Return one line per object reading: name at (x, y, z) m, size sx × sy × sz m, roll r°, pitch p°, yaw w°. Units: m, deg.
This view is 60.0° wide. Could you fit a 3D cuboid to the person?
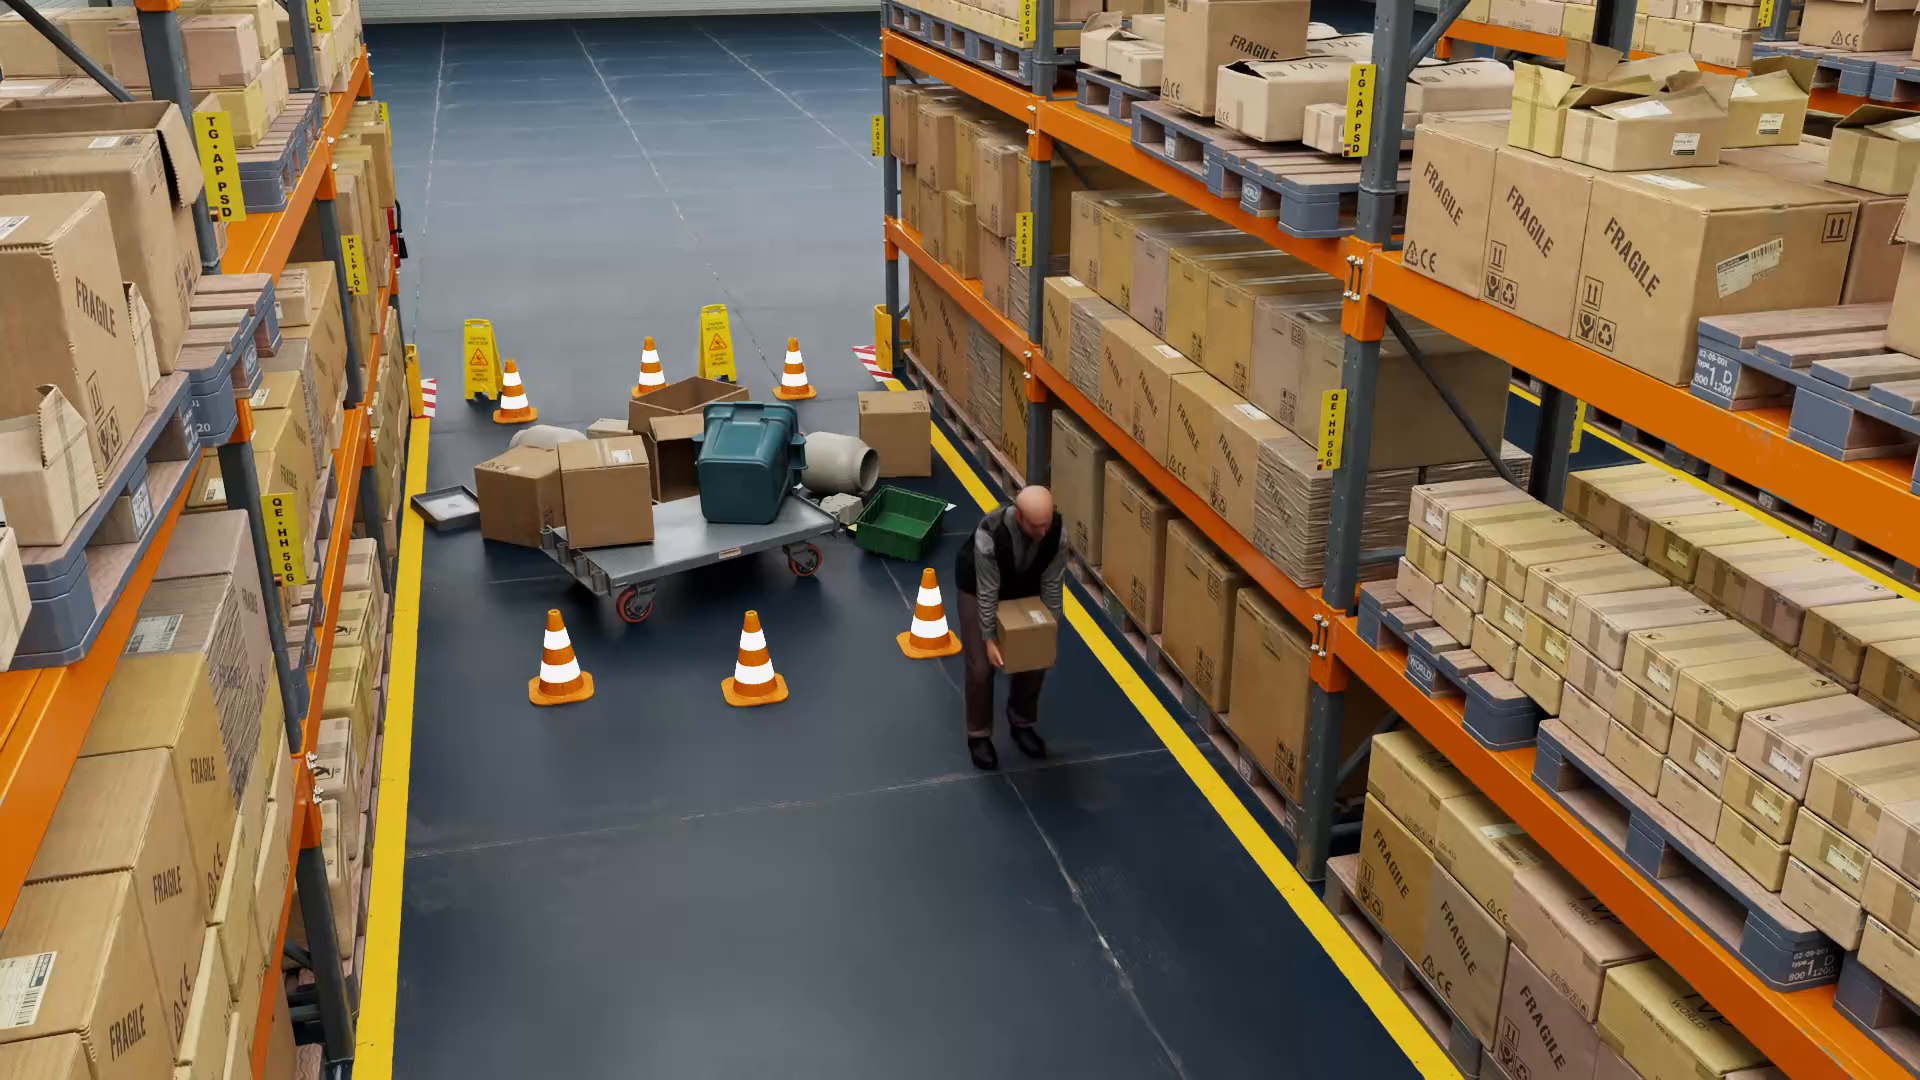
person at (0.257, 0.350, 7.948) m, size 0.467 × 1.485 × 0.741 m, roll -7°, pitch 24°, yaw -15°
